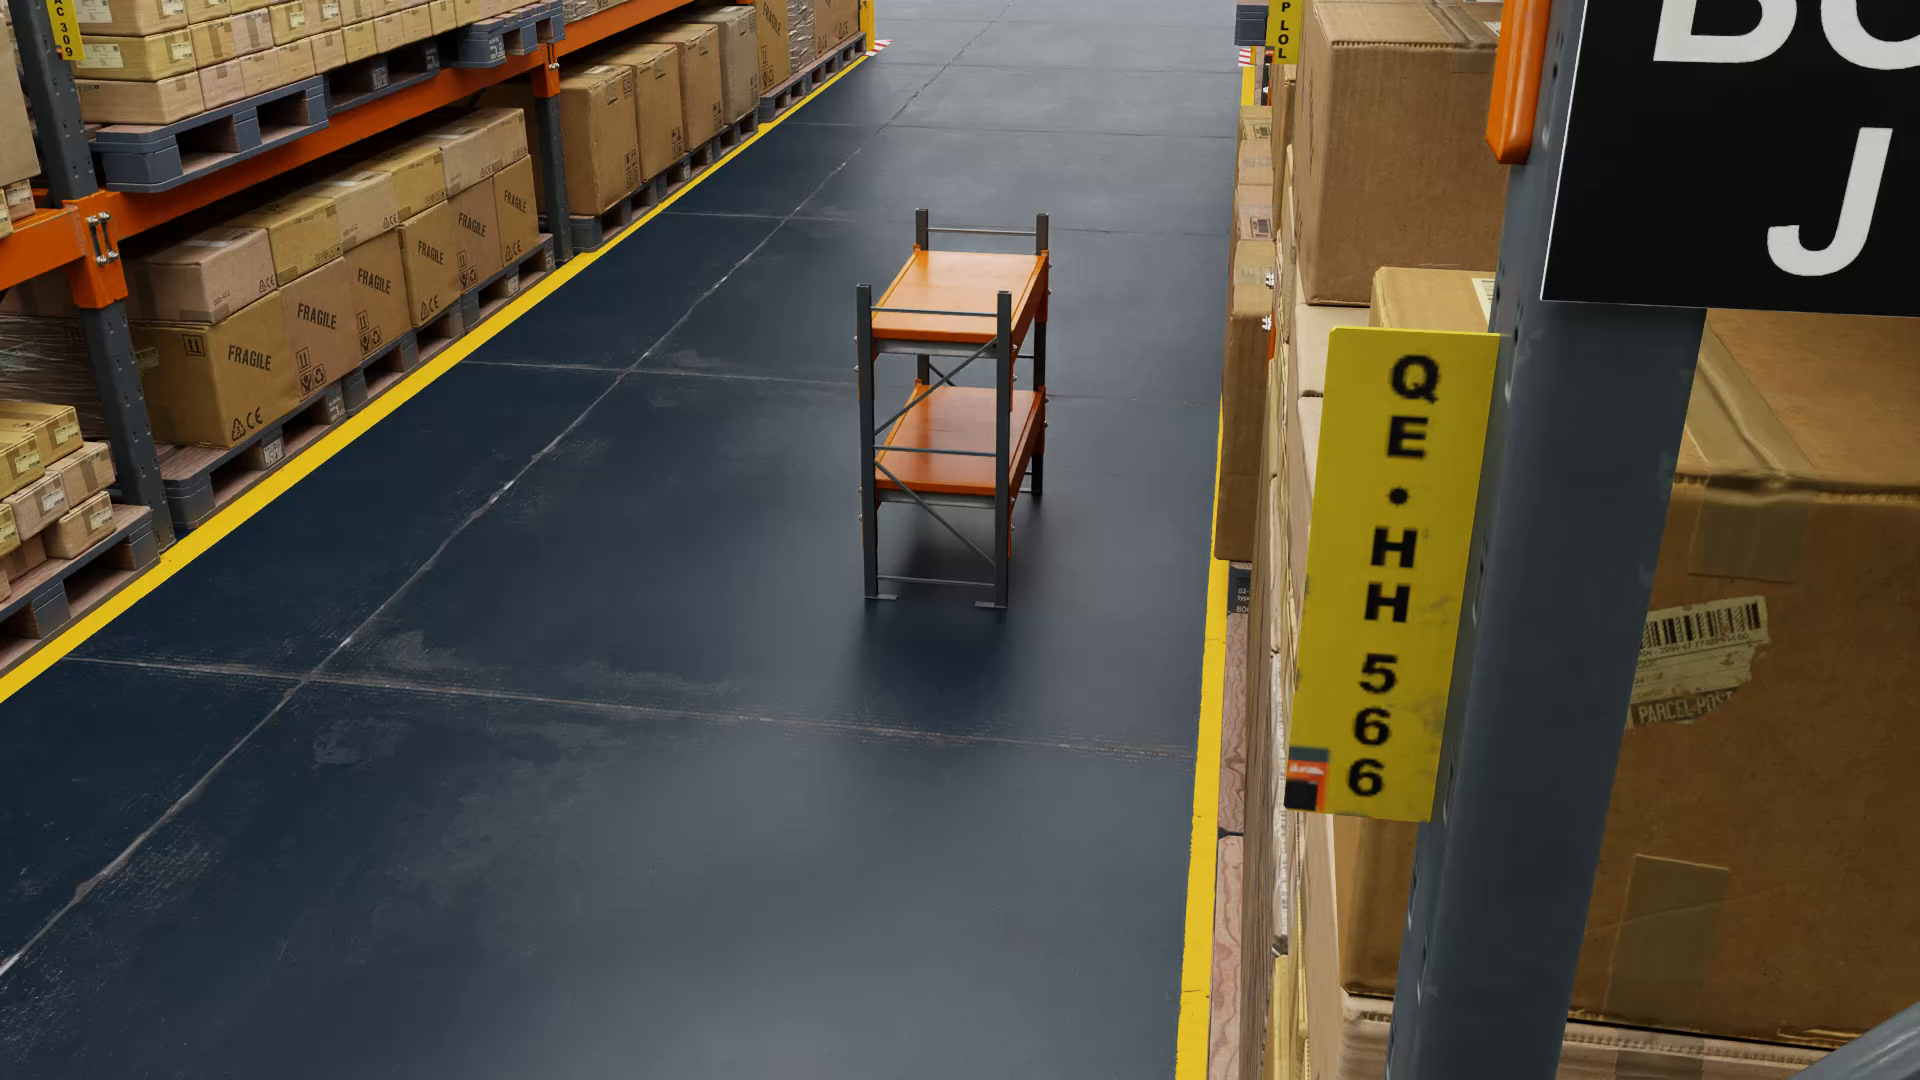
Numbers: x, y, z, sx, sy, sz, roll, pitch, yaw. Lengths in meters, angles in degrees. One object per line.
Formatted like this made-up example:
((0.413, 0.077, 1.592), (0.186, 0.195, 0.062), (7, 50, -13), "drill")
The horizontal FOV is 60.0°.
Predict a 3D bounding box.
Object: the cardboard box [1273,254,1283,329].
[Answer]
((1.026, -0.644, 4.383), (0.380, 0.149, 0.250), (3, 25, 7), "cardboard box")

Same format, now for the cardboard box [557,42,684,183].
((-2.450, -2.812, 10.878), (1.050, 0.750, 0.750), (4, 25, 9), "cardboard box")

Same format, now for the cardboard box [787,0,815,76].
((-1.808, -4.563, 14.471), (0.875, 0.875, 0.875), (4, 25, 9), "cardboard box")

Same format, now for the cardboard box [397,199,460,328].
((-2.786, -1.352, 8.054), (0.500, 0.500, 0.500), (3, 25, 6), "cardboard box")

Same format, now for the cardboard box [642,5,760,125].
((-2.136, -3.605, 12.572), (1.050, 0.750, 0.750), (4, 25, 8), "cardboard box")

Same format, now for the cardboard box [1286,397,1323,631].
((0.776, -0.008, 2.555), (0.500, 0.250, 0.500), (3, 25, 7), "cardboard box")

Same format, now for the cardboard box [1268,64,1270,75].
((1.752, -2.502, 7.938), (0.500, 0.500, 0.500), (5, 26, 10), "cardboard box")

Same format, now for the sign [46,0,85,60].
((-2.895, -1.712, 5.347), (0.100, 0.325, 0.005), (4, 25, 9), "sign")

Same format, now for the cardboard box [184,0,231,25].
((-2.873, -1.950, 5.976), (0.380, 0.149, 0.250), (5, 25, 10), "cardboard box")

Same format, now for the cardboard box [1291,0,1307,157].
((1.115, -1.192, 4.199), (0.500, 0.500, 0.500), (4, 25, 9), "cardboard box")

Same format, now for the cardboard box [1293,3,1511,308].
((0.947, -0.768, 3.295), (0.500, 0.500, 0.500), (3, 25, 7), "cardboard box")

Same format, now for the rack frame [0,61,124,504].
((-3.428, -1.354, 5.604), (0.949, 2.616, 0.053), (4, 25, 9), "rack frame")

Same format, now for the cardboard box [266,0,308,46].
((-2.789, -2.023, 6.484), (0.380, 0.149, 0.250), (3, 25, 6), "cardboard box")

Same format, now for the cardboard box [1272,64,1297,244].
((1.253, -1.228, 5.217), (0.500, 0.500, 0.500), (4, 25, 9), "cardboard box")

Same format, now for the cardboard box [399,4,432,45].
((-2.619, -2.329, 7.488), (0.380, 0.149, 0.250), (5, 26, 10), "cardboard box")

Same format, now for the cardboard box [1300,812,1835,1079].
((0.609, 0.417, 1.647), (0.500, 0.250, 0.500), (4, 25, 8), "cardboard box")

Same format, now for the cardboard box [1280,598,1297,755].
((0.691, 0.220, 2.539), (0.380, 0.149, 0.250), (3, 25, 7), "cardboard box")

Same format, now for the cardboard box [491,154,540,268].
((-2.627, -1.792, 8.992), (0.500, 0.500, 0.500), (4, 25, 8), "cardboard box")

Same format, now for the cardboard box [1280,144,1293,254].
((1.110, -0.856, 4.367), (0.500, 0.250, 0.500), (4, 25, 8), "cardboard box")

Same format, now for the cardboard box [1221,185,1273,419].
((1.676, -0.839, 6.514), (1.225, 0.875, 0.875), (3, 25, 7), "cardboard box")

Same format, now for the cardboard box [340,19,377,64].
((-2.705, -2.110, 7.020), (0.380, 0.149, 0.250), (4, 25, 8), "cardboard box")

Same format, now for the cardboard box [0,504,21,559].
((-3.227, -0.006, 5.242), (0.380, 0.149, 0.250), (3, 25, 7), "cardboard box")

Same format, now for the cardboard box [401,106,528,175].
((-2.631, -2.120, 8.810), (0.500, 0.250, 0.500), (3, 25, 7), "cardboard box")

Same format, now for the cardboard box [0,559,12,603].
((-3.264, 0.153, 5.253), (0.380, 0.149, 0.250), (3, 25, 7), "cardboard box")

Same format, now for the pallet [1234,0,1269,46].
((2.111, -2.859, 9.047), (1.213, 0.211, 1.003), (4, 25, 9), "pallet")

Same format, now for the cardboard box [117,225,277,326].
((-3.050, -1.042, 6.507), (0.500, 0.250, 0.500), (3, 25, 6), "cardboard box")

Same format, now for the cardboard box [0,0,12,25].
((-3.558, -1.881, 5.830), (0.380, 0.149, 0.250), (5, 26, 11), "cardboard box")

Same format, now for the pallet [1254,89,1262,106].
((2.828, -3.334, 13.124), (1.003, 0.211, 1.213), (4, 25, 9), "pallet")

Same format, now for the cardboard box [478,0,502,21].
((-2.488, -2.654, 8.182), (0.380, 0.149, 0.250), (4, 25, 9), "cardboard box")

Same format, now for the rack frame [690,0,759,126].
((-2.124, -4.700, 12.752), (1.000, 3.000, 0.127), (4, 25, 9), "rack frame")

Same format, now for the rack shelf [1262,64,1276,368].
((1.773, -1.479, 6.719), (1.077, 0.370, 4.000), (4, 25, 9), "rack shelf")

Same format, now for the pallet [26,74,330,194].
((-3.163, -1.577, 6.306), (1.003, 0.211, 1.213), (4, 25, 9), "pallet")

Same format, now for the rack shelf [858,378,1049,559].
((-0.001, -0.285, 6.109), (0.538, 0.278, 1.000), (4, 25, 9), "rack shelf")

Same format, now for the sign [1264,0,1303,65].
((0.909, -1.490, 4.623), (0.100, 0.325, 0.005), (4, 25, 9), "sign")

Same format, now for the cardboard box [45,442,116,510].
((-3.169, -0.234, 5.728), (0.380, 0.149, 0.250), (5, 25, 10), "cardboard box")

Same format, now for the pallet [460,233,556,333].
((-2.907, -1.437, 9.071), (1.003, 0.211, 1.213), (4, 25, 9), "pallet")

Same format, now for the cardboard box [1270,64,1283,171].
((1.419, -1.653, 6.126), (0.500, 0.500, 0.500), (4, 25, 8), "cardboard box")

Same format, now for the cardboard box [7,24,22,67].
((-3.561, -1.745, 5.890), (0.380, 0.149, 0.250), (5, 26, 10), "cardboard box")

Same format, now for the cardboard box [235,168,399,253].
((-2.877, -1.478, 7.438), (0.500, 0.250, 0.500), (5, 26, 11), "cardboard box")

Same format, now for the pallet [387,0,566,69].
((-2.789, -2.634, 8.566), (1.213, 0.211, 1.003), (4, 25, 9), "pallet")

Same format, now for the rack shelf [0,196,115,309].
((-1.351, -0.689, 3.293), (5.958, 1.845, 4.006), (4, 25, 9), "rack shelf")

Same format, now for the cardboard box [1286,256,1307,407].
((0.945, -0.432, 3.460), (0.500, 0.250, 0.500), (5, 25, 10), "cardboard box")

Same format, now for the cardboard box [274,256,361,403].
((-2.964, -0.924, 7.139), (0.500, 0.500, 0.500), (5, 26, 11), "cardboard box")

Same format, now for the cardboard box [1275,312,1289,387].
((0.942, -0.423, 3.912), (0.380, 0.149, 0.250), (3, 25, 7), "cardboard box")

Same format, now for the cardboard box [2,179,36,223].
((-3.247, -1.104, 5.367), (0.380, 0.149, 0.250), (4, 25, 8), "cardboard box")

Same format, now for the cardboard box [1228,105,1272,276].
((1.966, -1.582, 8.102), (1.225, 0.875, 0.875), (3, 25, 6), "cardboard box")

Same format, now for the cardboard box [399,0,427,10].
((-2.618, -2.460, 7.418), (0.380, 0.149, 0.250), (5, 25, 10), "cardboard box")

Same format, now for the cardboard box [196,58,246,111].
((-2.873, -1.680, 6.101), (0.380, 0.149, 0.250), (4, 25, 9), "cardboard box")

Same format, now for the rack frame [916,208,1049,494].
((0.082, -0.719, 6.460), (0.500, 1.125, 0.032), (4, 25, 9), "rack frame")

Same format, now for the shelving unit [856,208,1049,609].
((-0.001, -0.507, 6.006), (0.538, 1.125, 1.048), (4, 25, 9), "shelving unit")

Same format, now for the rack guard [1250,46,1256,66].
((3.394, -4.823, 15.964), (1.175, 0.500, 0.348), (4, 25, 9), "rack guard")

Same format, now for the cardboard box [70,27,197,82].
((-2.913, -1.698, 5.789), (0.380, 0.149, 0.250), (4, 25, 9), "cardboard box")

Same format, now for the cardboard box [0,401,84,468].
((-3.232, -0.355, 5.637), (0.380, 0.149, 0.250), (5, 25, 10), "cardboard box")

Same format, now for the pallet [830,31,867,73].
((-1.523, -4.770, 16.191), (1.003, 0.211, 1.213), (4, 25, 9), "pallet")

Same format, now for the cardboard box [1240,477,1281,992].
((1.112, 0.451, 3.759), (0.875, 0.875, 0.875), (4, 25, 9), "cardboard box")

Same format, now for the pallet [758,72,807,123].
((-1.922, -3.749, 14.011), (1.003, 0.211, 1.213), (4, 25, 9), "pallet")

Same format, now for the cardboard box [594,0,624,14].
((-2.357, -3.454, 9.973), (0.500, 0.500, 0.500), (4, 25, 8), "cardboard box")

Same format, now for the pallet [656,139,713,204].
((-2.372, -2.597, 11.549), (1.003, 0.211, 1.213), (4, 25, 9), "pallet")
